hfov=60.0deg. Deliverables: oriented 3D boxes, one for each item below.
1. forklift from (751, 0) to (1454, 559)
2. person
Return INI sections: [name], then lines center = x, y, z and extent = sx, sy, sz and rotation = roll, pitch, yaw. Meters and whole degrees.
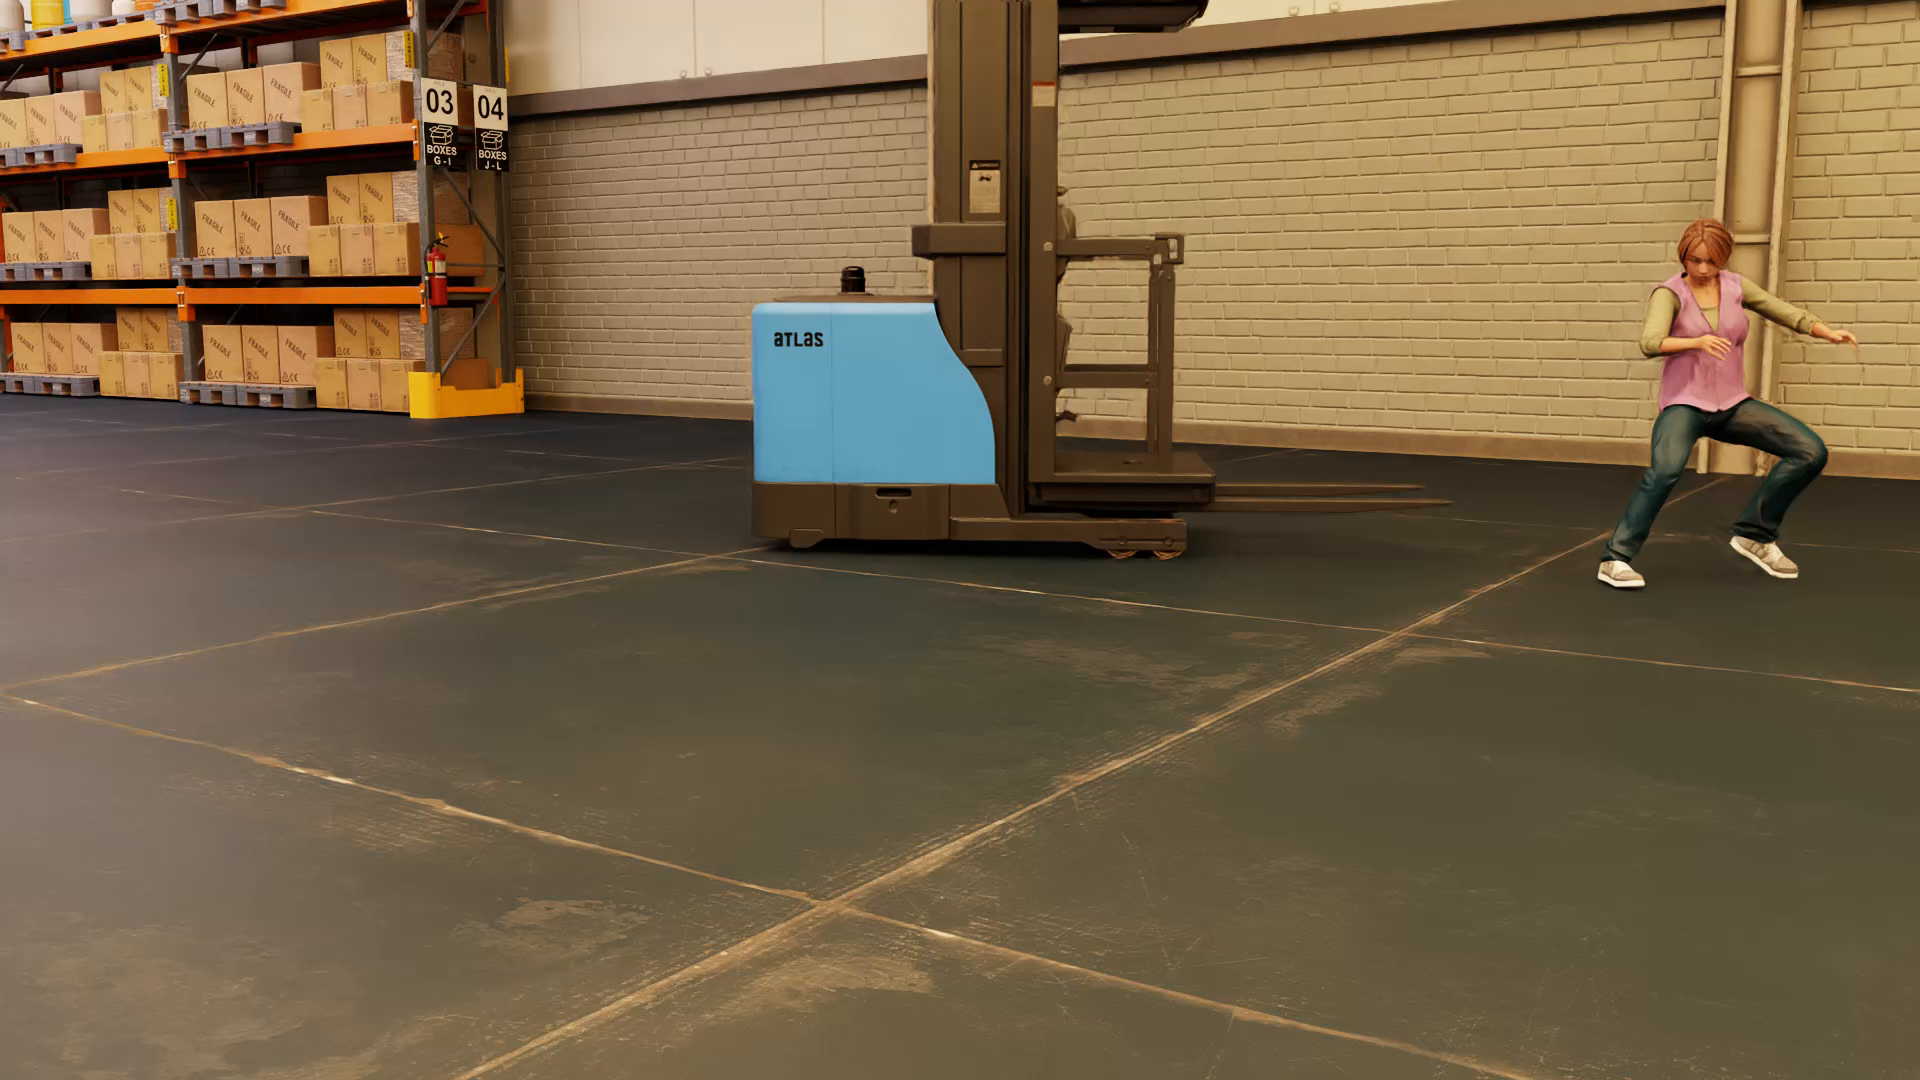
[forklift]
center = 0.631, -1.448, 7.379
extent = 3.031, 2.935, 1.130
rotation = 0, 8, 3
[person]
center = 2.873, -0.510, 6.298
extent = 0.811, 1.371, 0.673
rotation = 0, 8, 3
